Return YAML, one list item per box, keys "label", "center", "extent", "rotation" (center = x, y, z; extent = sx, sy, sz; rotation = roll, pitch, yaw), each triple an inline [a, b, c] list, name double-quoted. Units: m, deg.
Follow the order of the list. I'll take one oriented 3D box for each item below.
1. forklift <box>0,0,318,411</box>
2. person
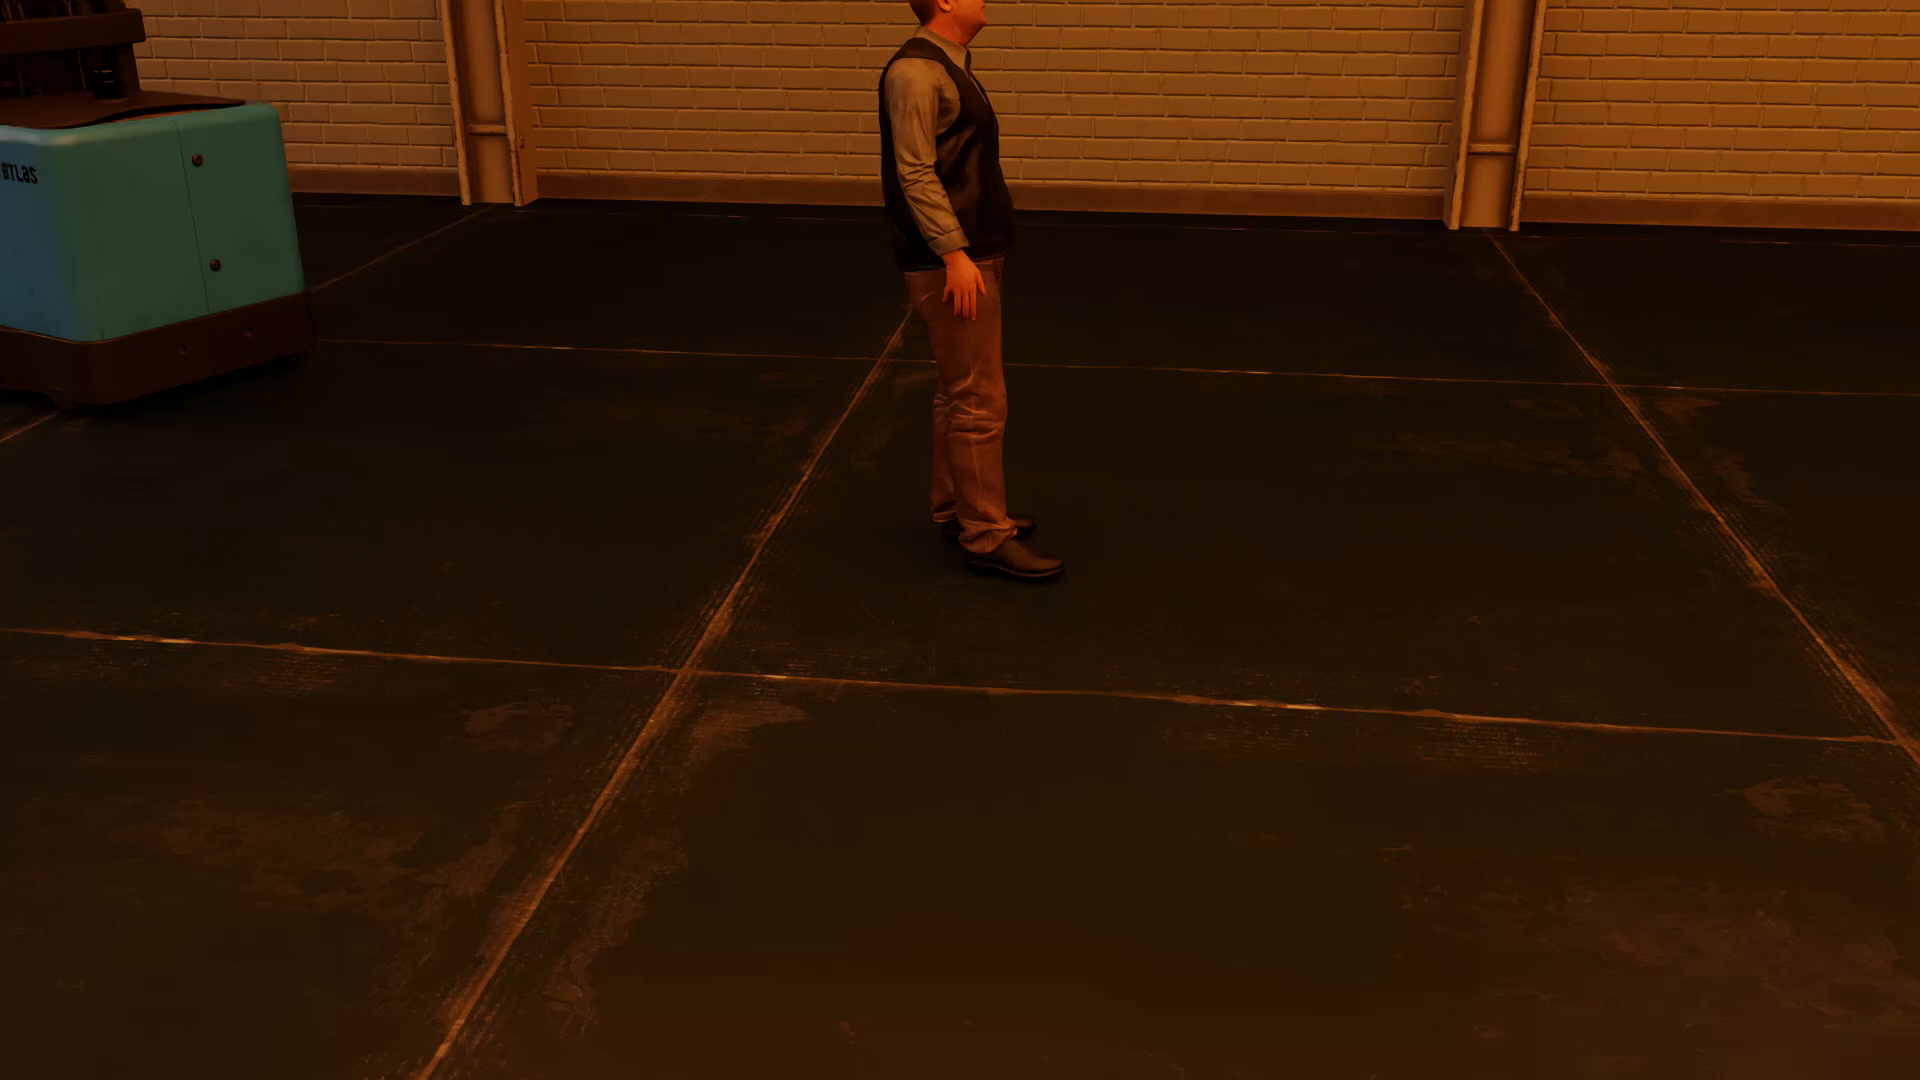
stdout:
- label: "forklift"
  center: [-4.243, -2.241, 6.819]
  extent: [3.031, 2.935, 1.130]
  rotation: [12, 25, 28]
- label: "person"
  center: [0.060, -0.799, 4.838]
  extent: [0.568, 1.720, 0.632]
  rotation: [3, 22, 7]
